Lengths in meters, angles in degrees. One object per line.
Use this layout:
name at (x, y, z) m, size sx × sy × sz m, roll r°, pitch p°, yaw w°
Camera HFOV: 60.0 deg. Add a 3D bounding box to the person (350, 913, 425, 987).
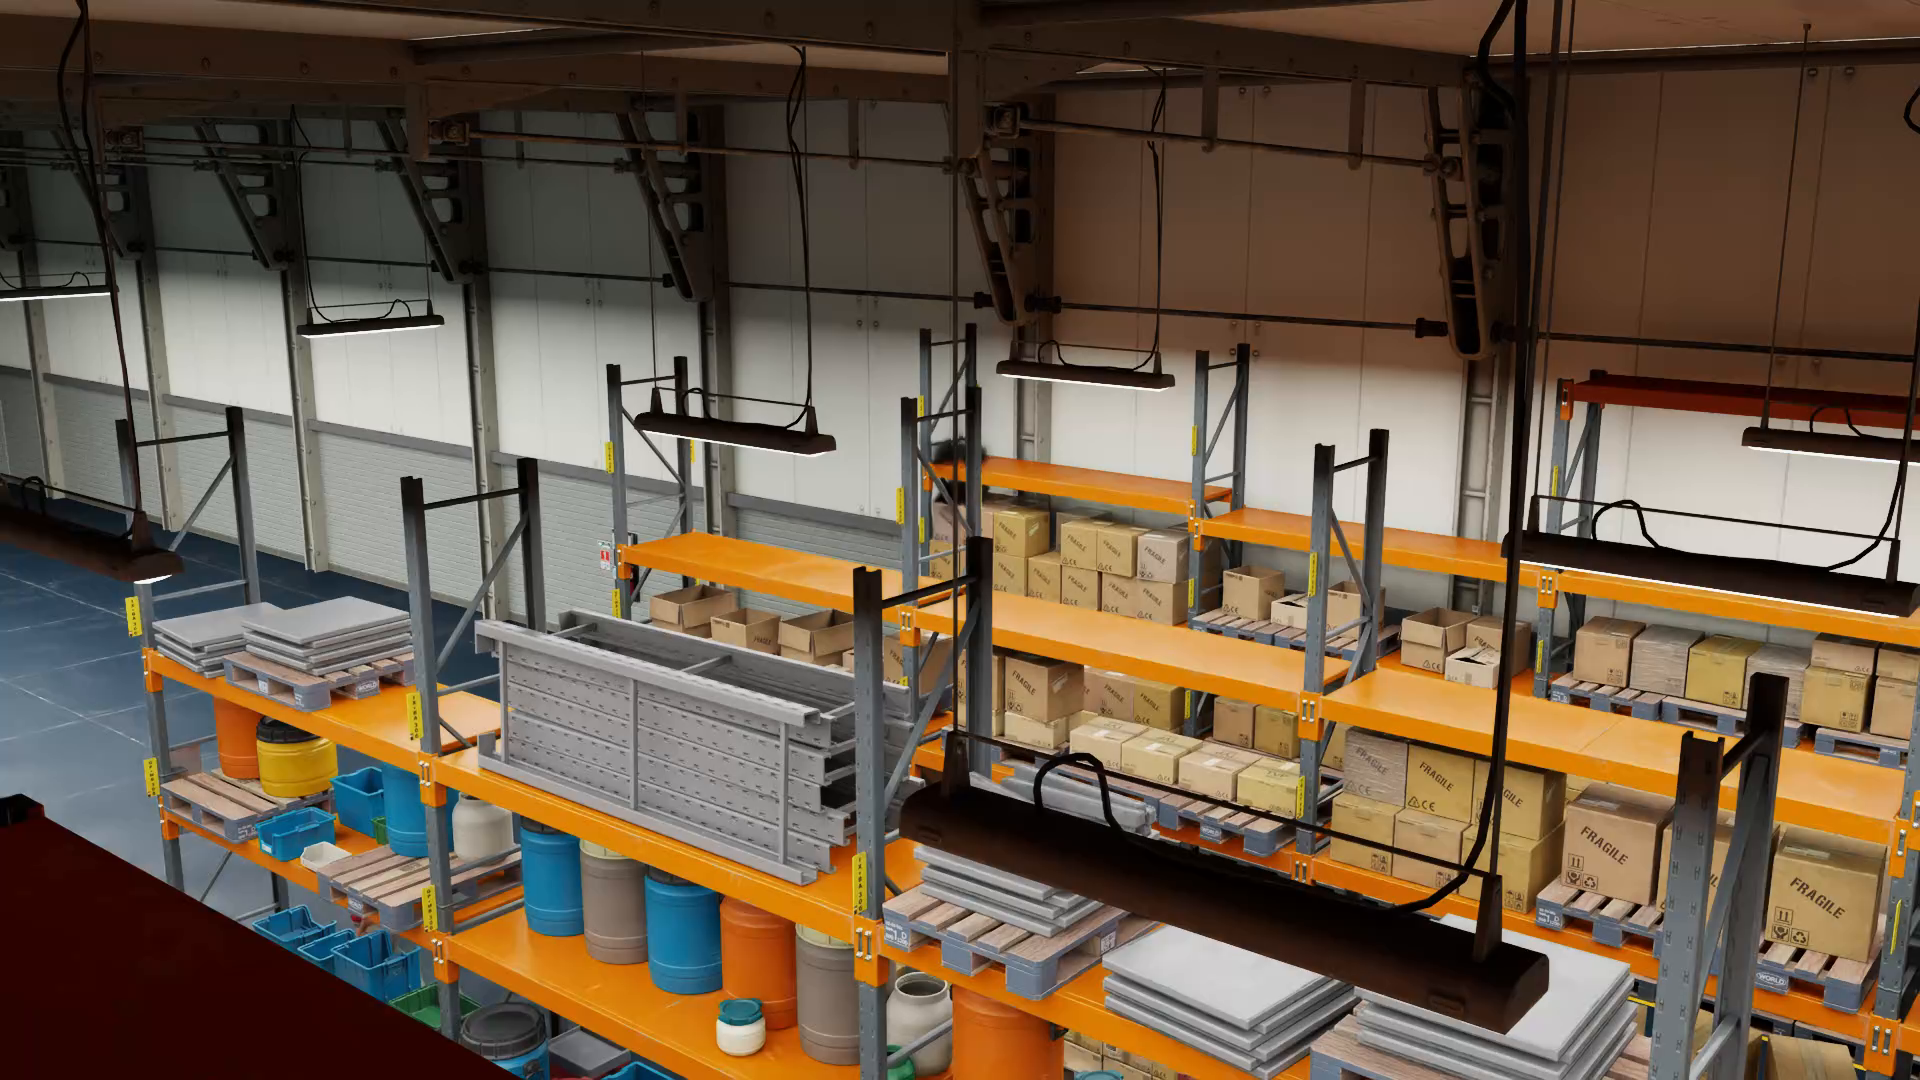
person at (-5.607, 3.740, 15.930) m, size 0.697 × 1.757 × 0.730 m, roll 3°, pitch 13°, yaw 14°
